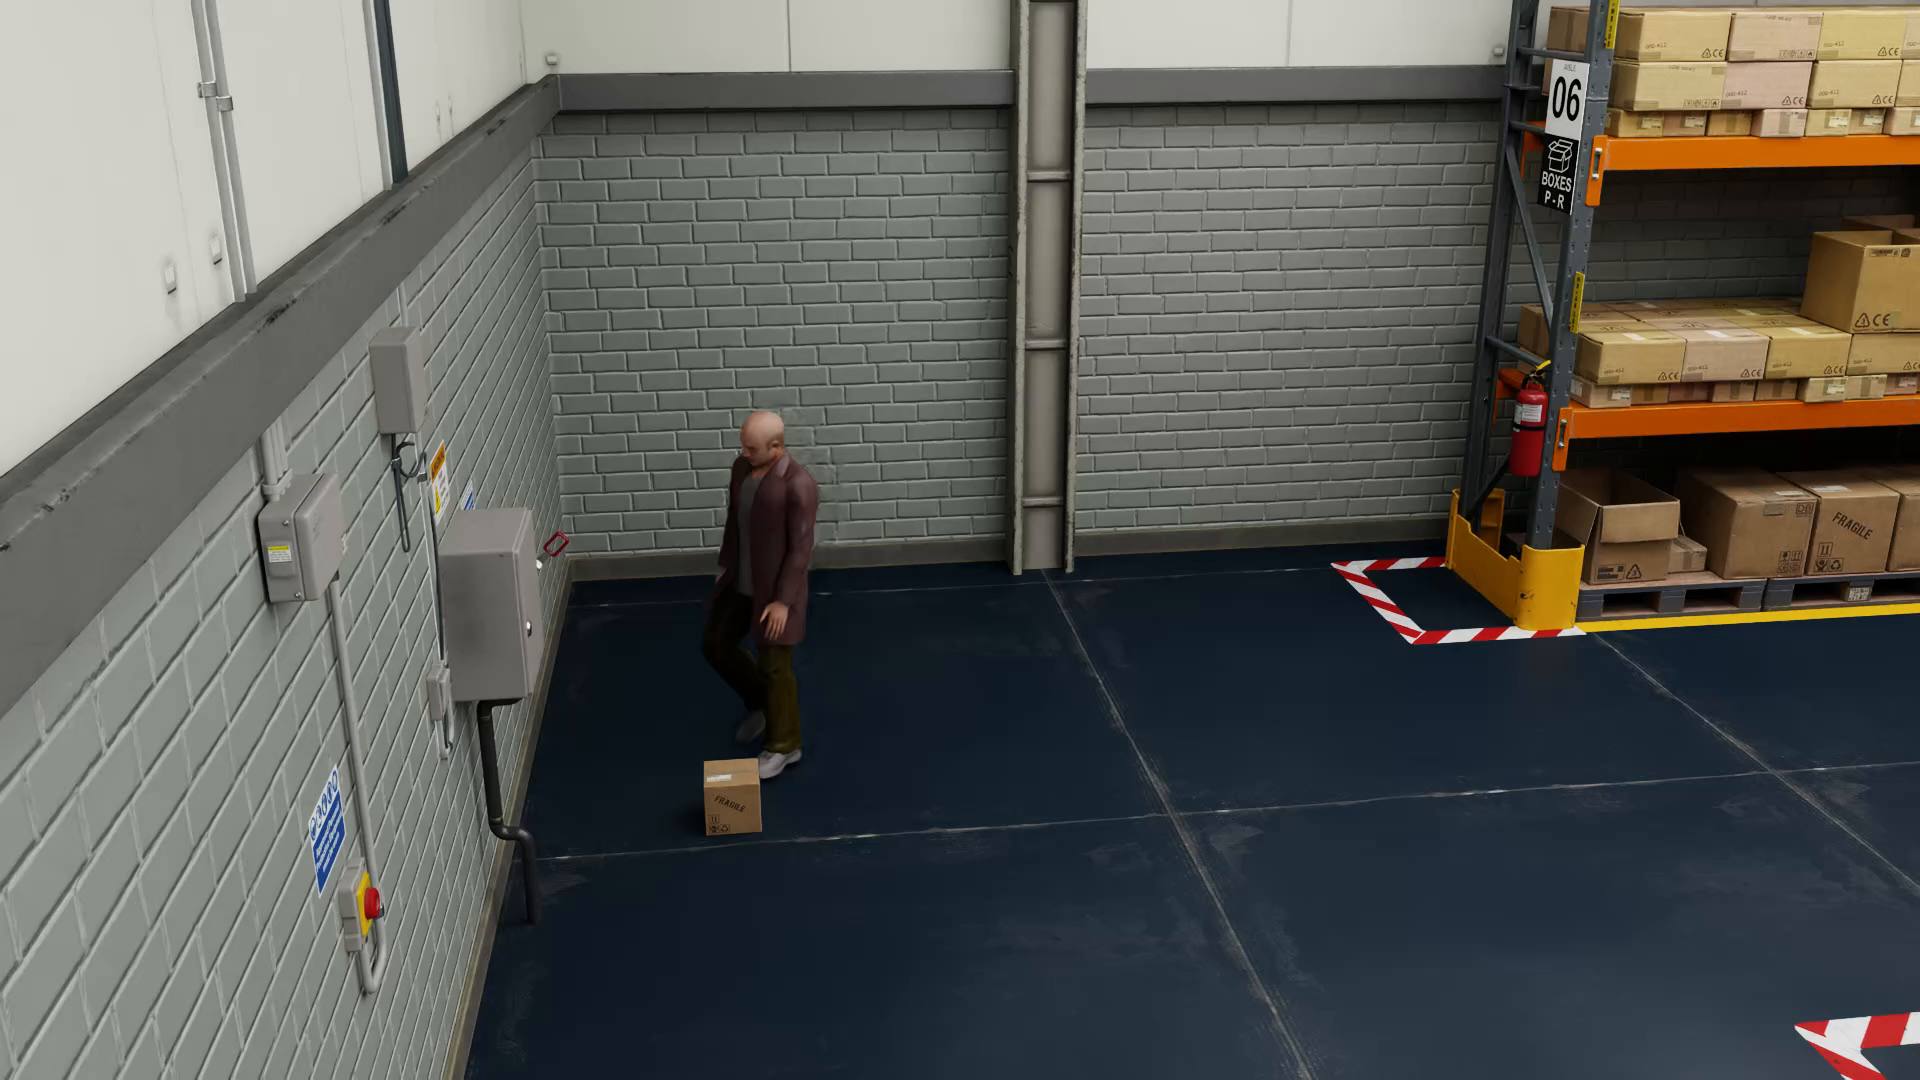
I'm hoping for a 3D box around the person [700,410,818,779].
[{"bbox_3d":[-0.931,0.240,7.900,0.620,1.792,0.515,18,26,41],"label":"person"}]
